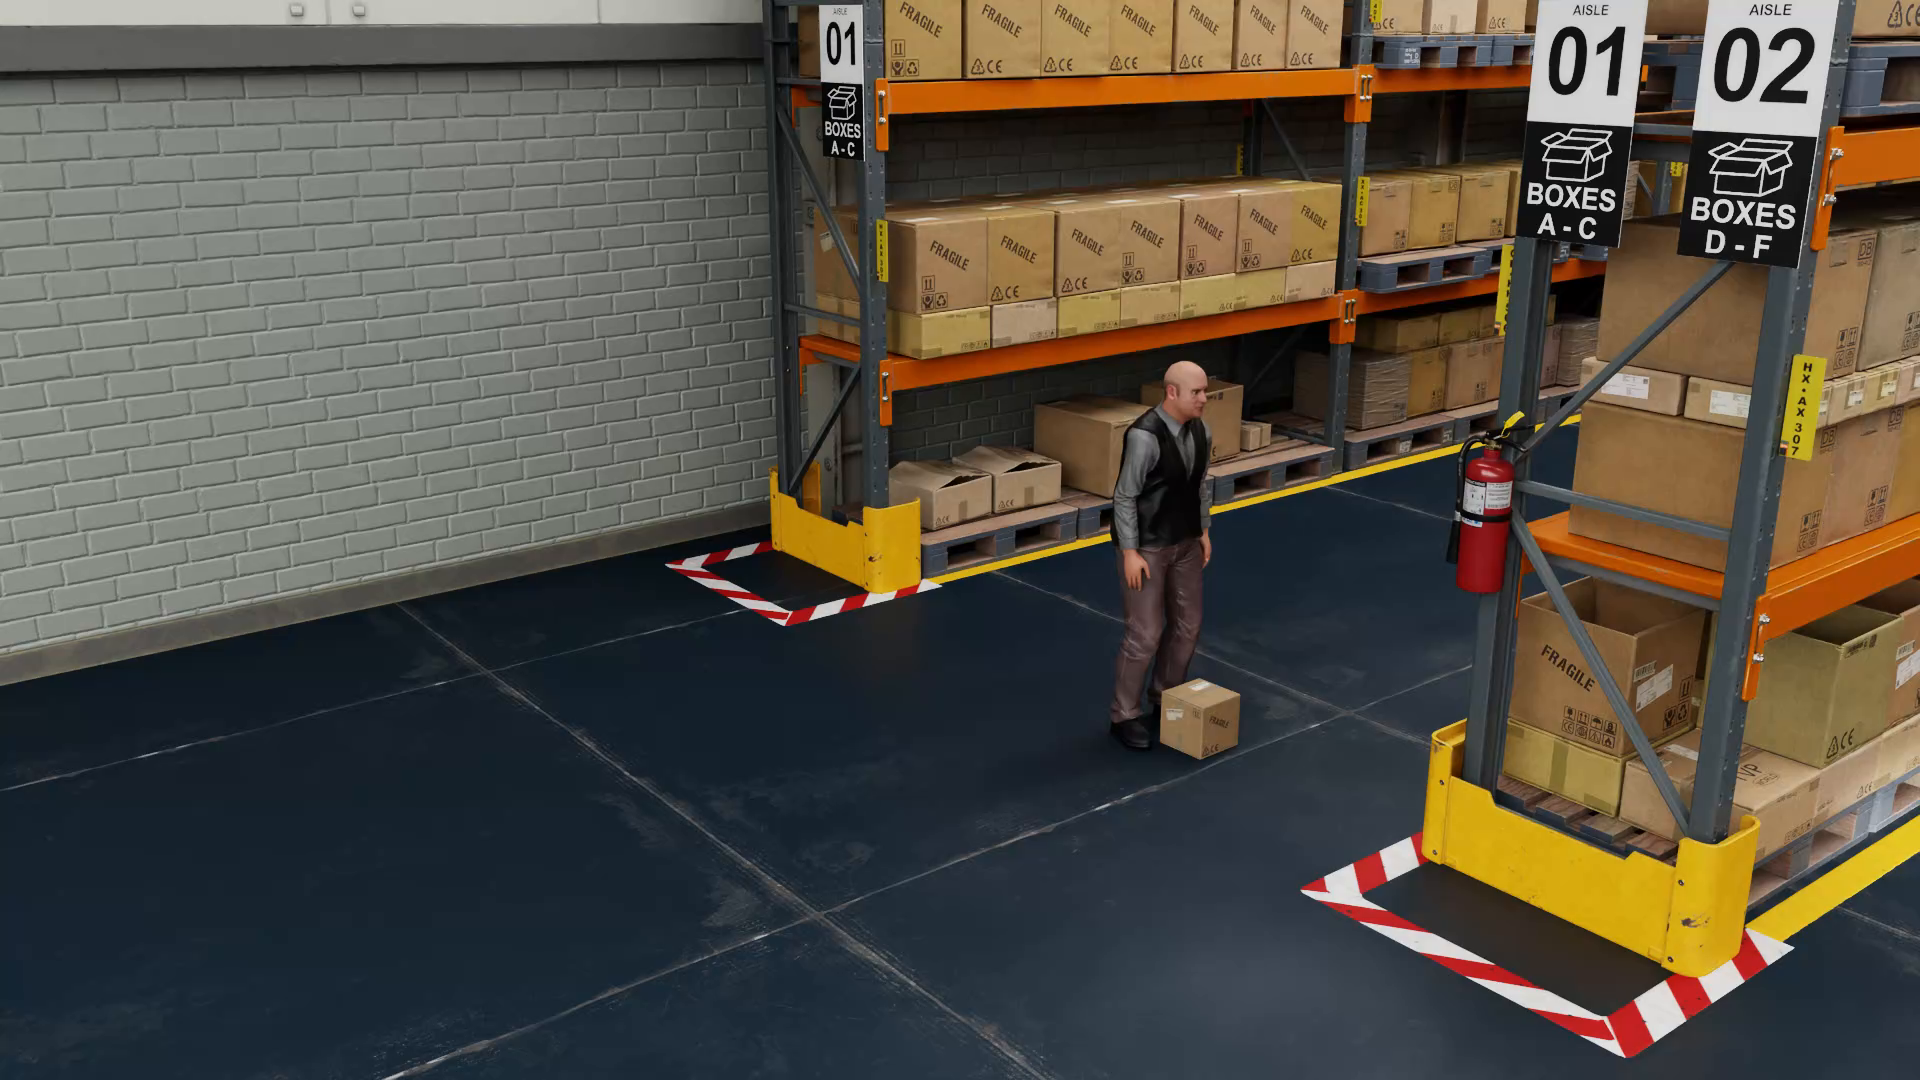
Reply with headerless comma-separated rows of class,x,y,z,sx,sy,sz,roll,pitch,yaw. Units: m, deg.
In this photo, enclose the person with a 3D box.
person,0.905,0.036,7.477,0.593,1.720,0.424,-15,23,-40
